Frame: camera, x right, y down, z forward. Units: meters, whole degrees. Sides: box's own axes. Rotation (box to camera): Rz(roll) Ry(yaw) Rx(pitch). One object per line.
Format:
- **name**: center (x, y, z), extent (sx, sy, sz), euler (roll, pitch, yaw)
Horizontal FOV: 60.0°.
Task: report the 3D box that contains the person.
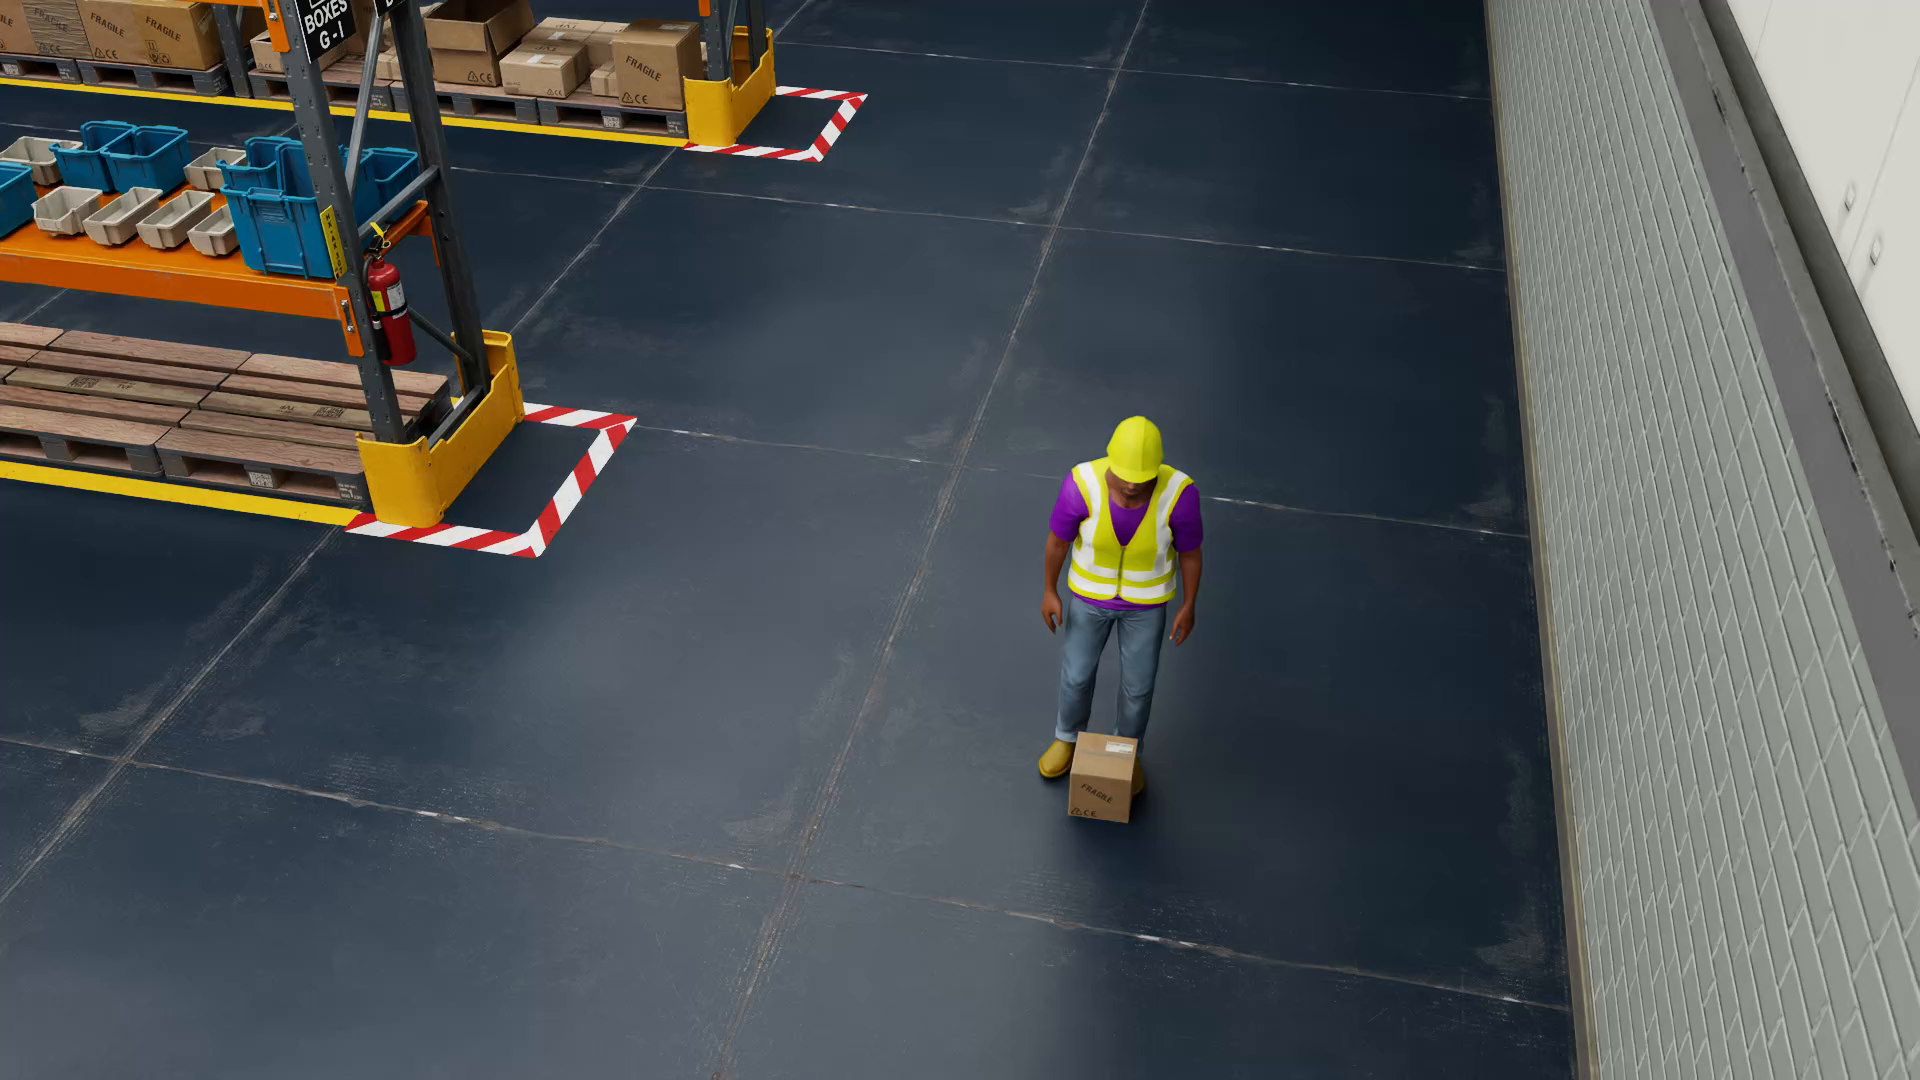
- **person**: center (0.635, 0.240, 6.625), extent (0.624, 1.759, 0.463), euler (6, 37, 8)
